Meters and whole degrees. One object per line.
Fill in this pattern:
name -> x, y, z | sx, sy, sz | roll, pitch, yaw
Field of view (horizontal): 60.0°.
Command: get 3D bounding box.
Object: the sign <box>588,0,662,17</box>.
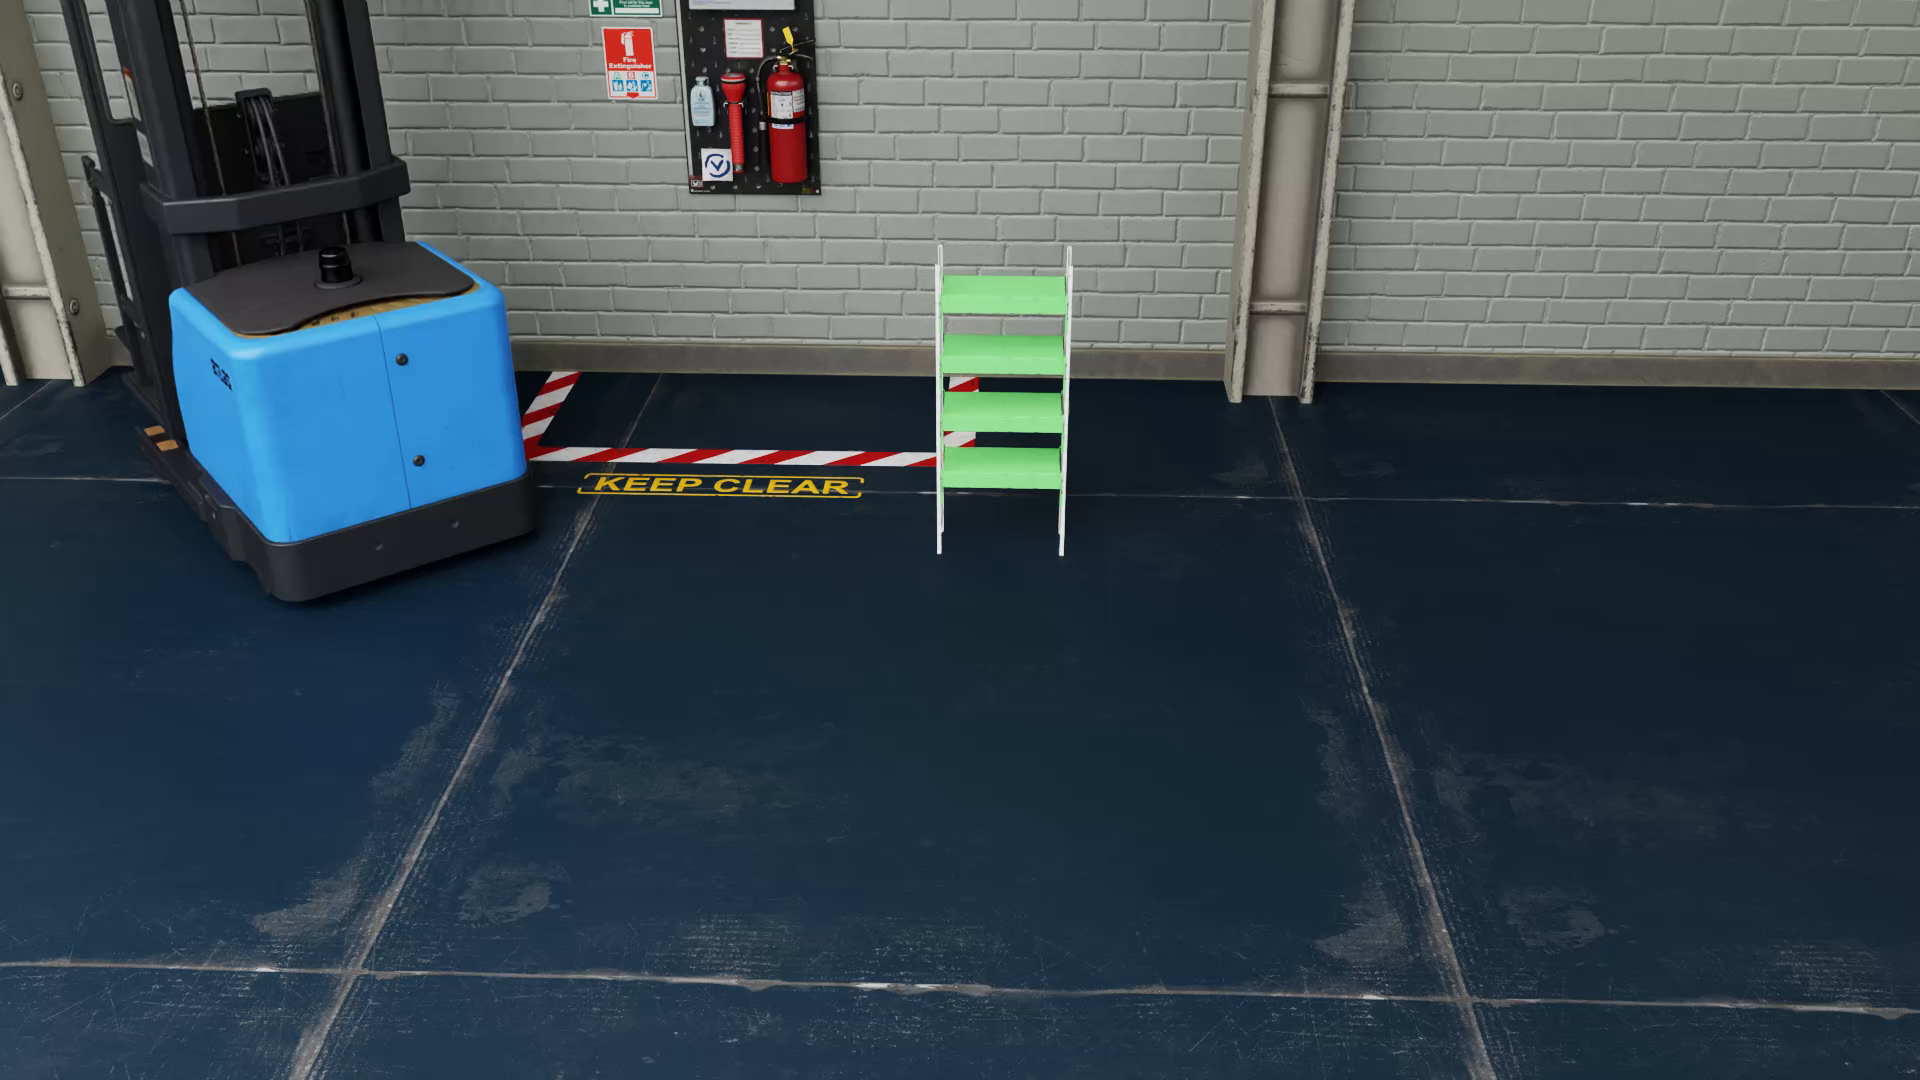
sign -> -1.512, -2.419, 7.507 | 0.331, 0.109, 0.001 | 1, 28, 2

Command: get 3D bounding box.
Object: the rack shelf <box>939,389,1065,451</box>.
rack shelf -> 0.165, -0.471, 6.494 | 0.480, 0.148, 0.258 | 1, 28, 2

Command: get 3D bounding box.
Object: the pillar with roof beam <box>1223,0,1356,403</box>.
pillar with roof beam -> 1.349, -2.693, 2.222 | 0.400, 9.000, 9.100 | 1, 28, 2

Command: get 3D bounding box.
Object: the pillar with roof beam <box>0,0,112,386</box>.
pillar with roof beam -> -4.647, -2.792, 2.409 | 0.400, 9.000, 9.100 | 1, 28, 2

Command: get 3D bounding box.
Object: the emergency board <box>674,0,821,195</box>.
emergency board -> -0.967, -2.116, 7.539 | 0.643, 1.169, 0.194 | 1, 28, 2

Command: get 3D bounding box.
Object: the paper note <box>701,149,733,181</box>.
paper note -> -1.142, -1.762, 7.812 | 0.142, 0.148, 0.016 | 1, 28, 2

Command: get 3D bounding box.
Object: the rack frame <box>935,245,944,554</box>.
rack frame -> -0.078, -0.531, 6.471 | 0.015, 1.200, 0.240 | 1, 28, 2

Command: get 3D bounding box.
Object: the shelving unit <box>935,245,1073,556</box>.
shelving unit -> 0.165, -0.527, 6.464 | 0.503, 1.200, 0.258 | 1, 28, 2

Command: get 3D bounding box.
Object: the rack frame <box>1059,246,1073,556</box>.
rack frame -> 0.409, -0.523, 6.456 | 0.015, 1.200, 0.240 | 1, 28, 2

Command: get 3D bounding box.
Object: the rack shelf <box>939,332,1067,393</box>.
rack shelf -> 0.165, -0.683, 6.381 | 0.480, 0.148, 0.258 | 1, 28, 2

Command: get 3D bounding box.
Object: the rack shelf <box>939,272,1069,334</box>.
rack shelf -> 0.165, -0.895, 6.269 | 0.480, 0.148, 0.258 | 1, 28, 2

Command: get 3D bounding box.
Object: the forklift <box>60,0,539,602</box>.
forklift -> -3.003, -1.692, 6.813 | 1.130, 2.935, 3.031 | -20, 34, -33

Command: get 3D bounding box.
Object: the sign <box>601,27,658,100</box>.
sign -> -1.516, -2.189, 7.639 | 0.234, 0.329, 0.001 | 1, 28, 2

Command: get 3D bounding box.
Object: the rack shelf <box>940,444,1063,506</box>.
rack shelf -> 0.165, -0.259, 6.606 | 0.480, 0.148, 0.258 | 1, 28, 2
